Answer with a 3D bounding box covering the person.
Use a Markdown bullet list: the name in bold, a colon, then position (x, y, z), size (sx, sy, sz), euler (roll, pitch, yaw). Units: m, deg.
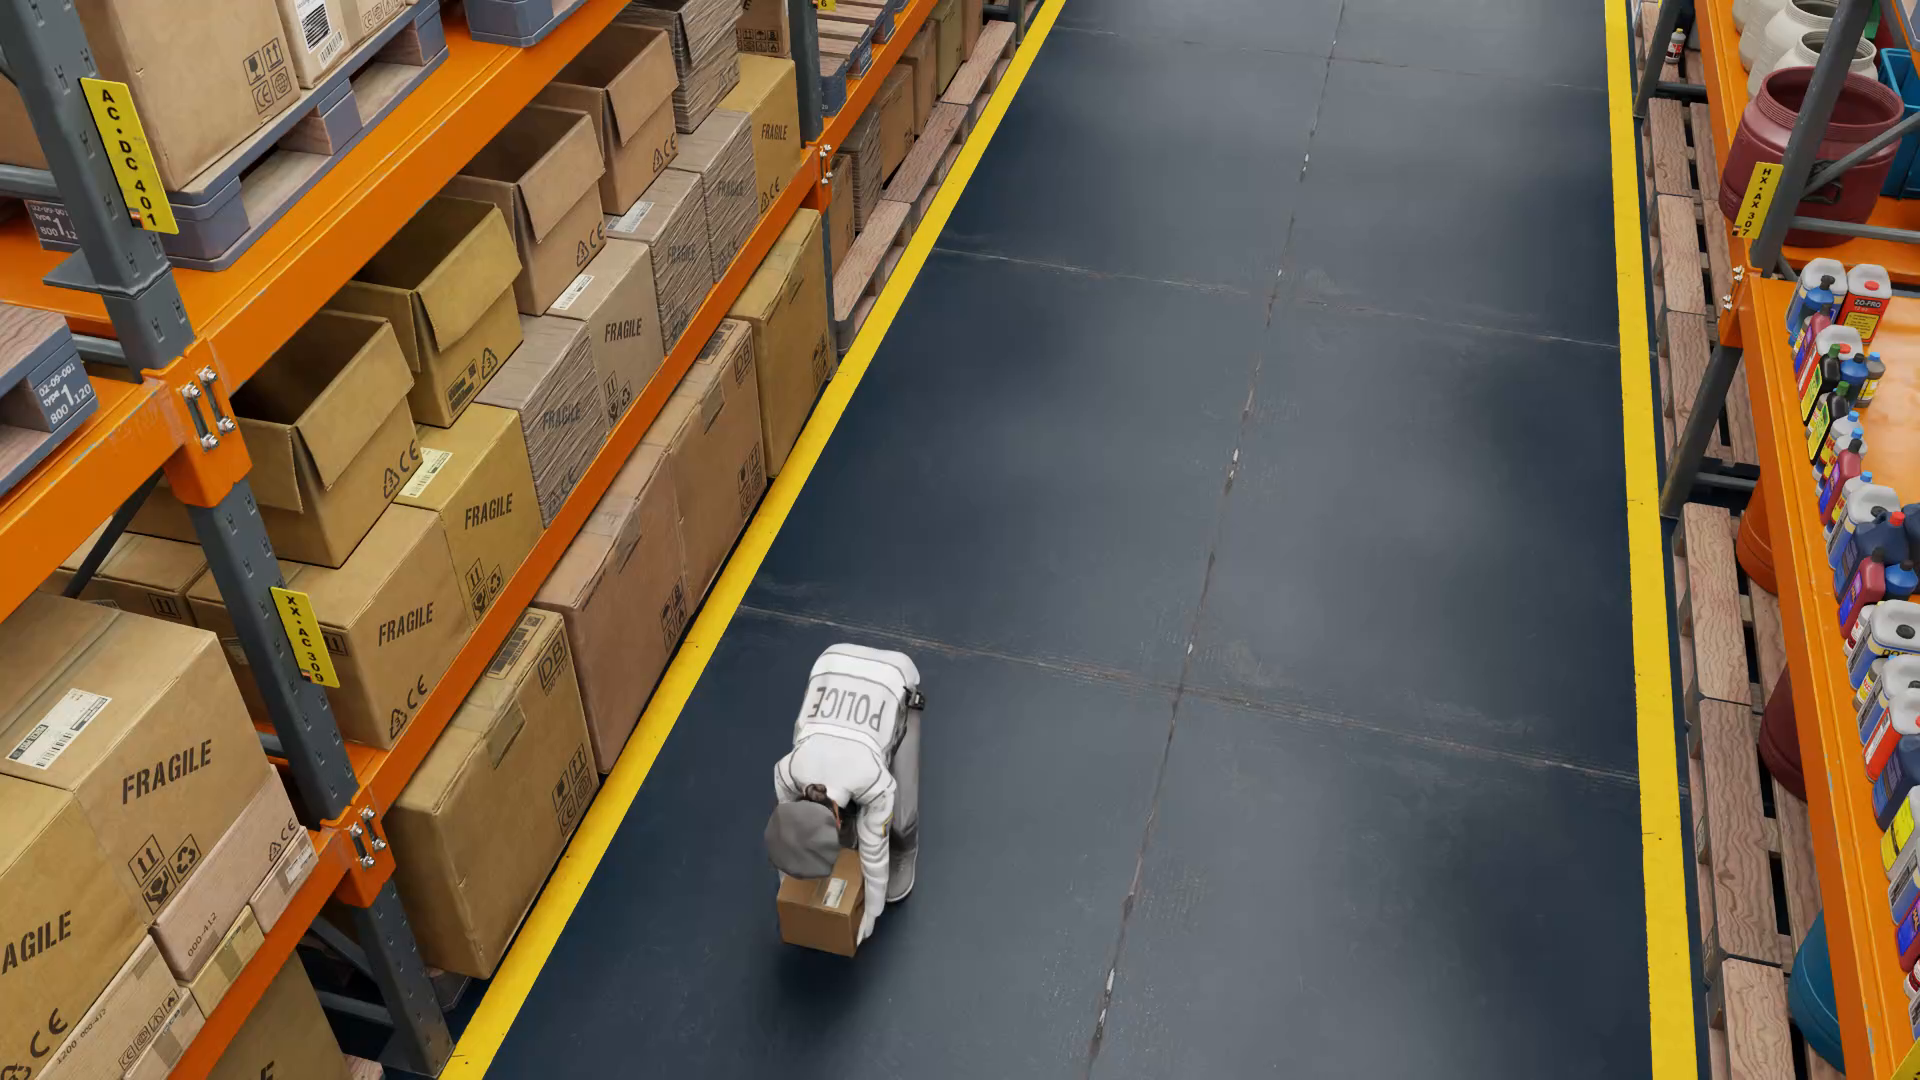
- **person**: position (-0.386, 0.944, 5.578), size (0.428, 1.013, 0.921), euler (9, 42, 11)
